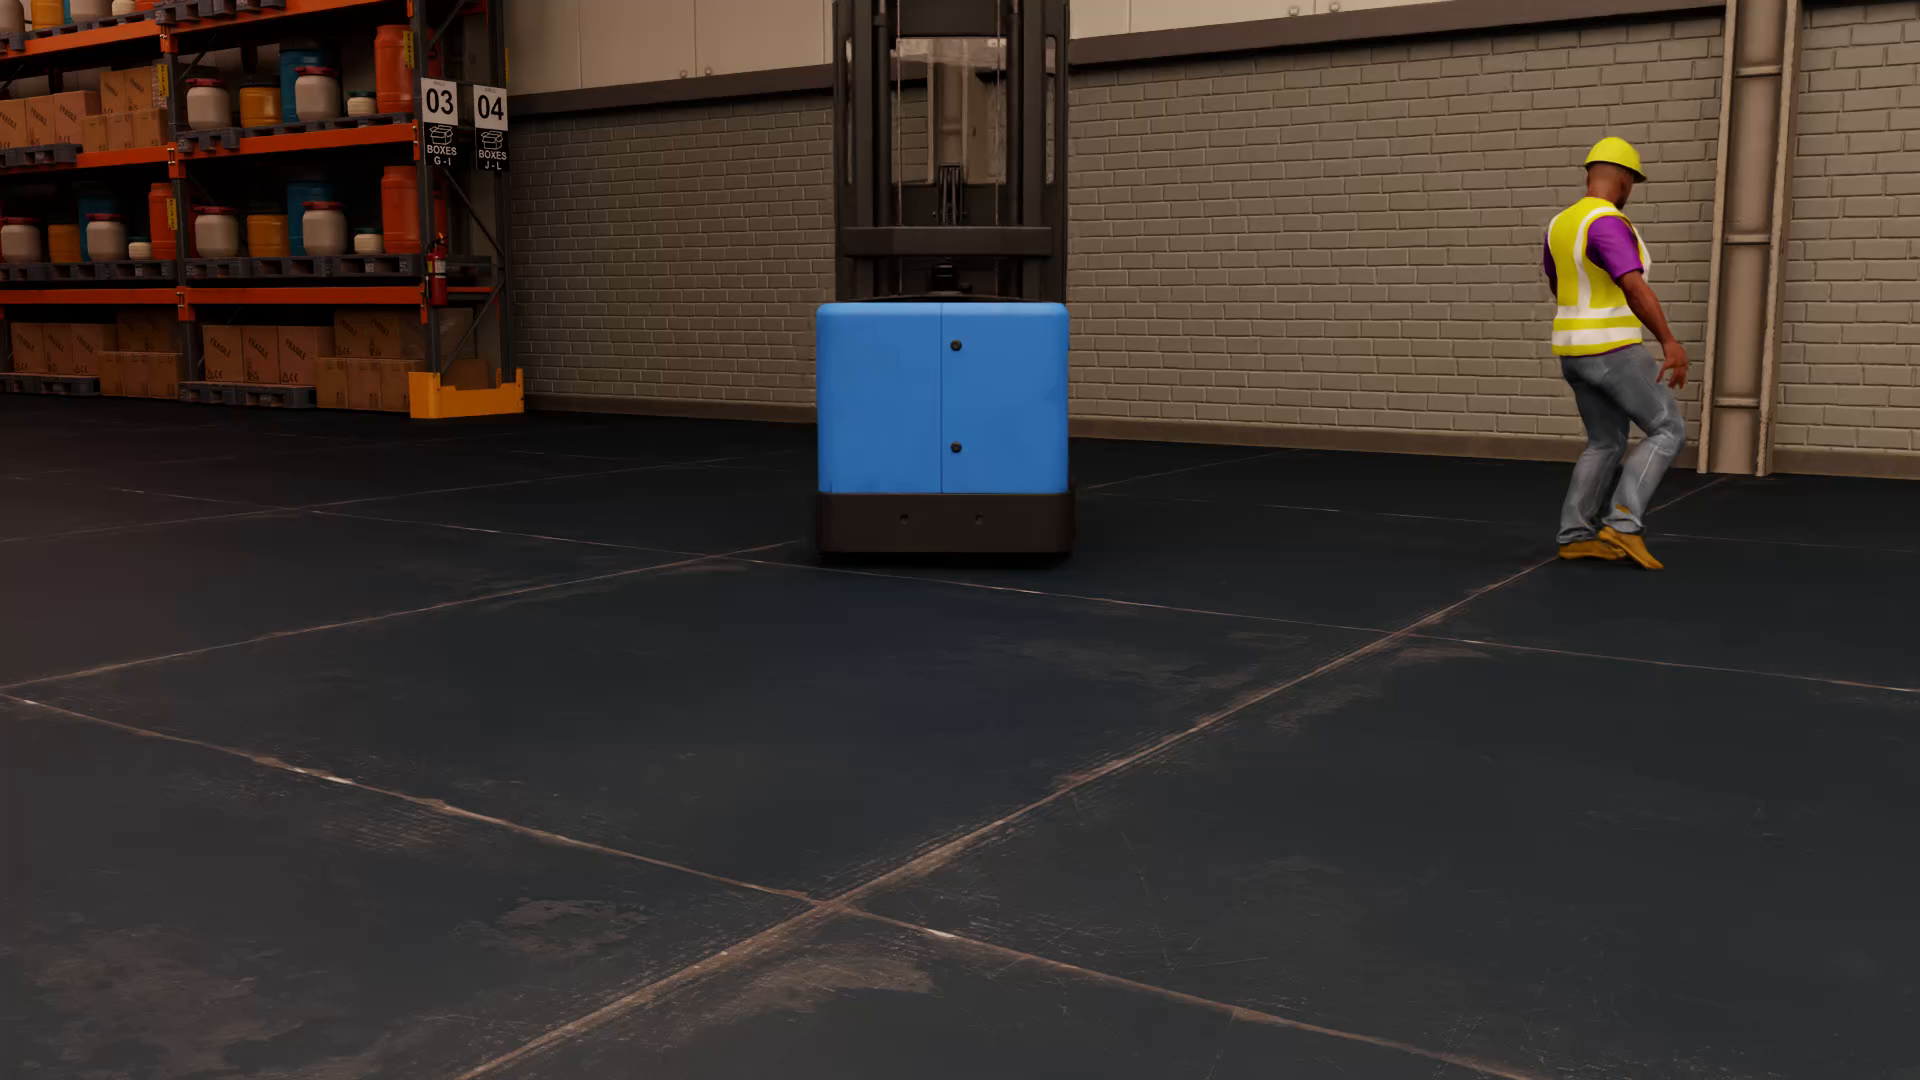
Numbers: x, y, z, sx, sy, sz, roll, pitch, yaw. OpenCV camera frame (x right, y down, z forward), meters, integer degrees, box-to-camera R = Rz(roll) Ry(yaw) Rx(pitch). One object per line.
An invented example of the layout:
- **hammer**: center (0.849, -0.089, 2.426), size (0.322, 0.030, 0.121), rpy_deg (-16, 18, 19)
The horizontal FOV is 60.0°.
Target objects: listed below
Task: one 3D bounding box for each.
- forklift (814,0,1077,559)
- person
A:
- **forklift**: center (-0.036, -1.541, 8.032), size (1.130, 2.935, 3.031), rpy_deg (0, 8, 1)
- **person**: center (2.705, -0.763, 6.906), size (0.501, 1.775, 0.918), rpy_deg (0, 8, 1)
